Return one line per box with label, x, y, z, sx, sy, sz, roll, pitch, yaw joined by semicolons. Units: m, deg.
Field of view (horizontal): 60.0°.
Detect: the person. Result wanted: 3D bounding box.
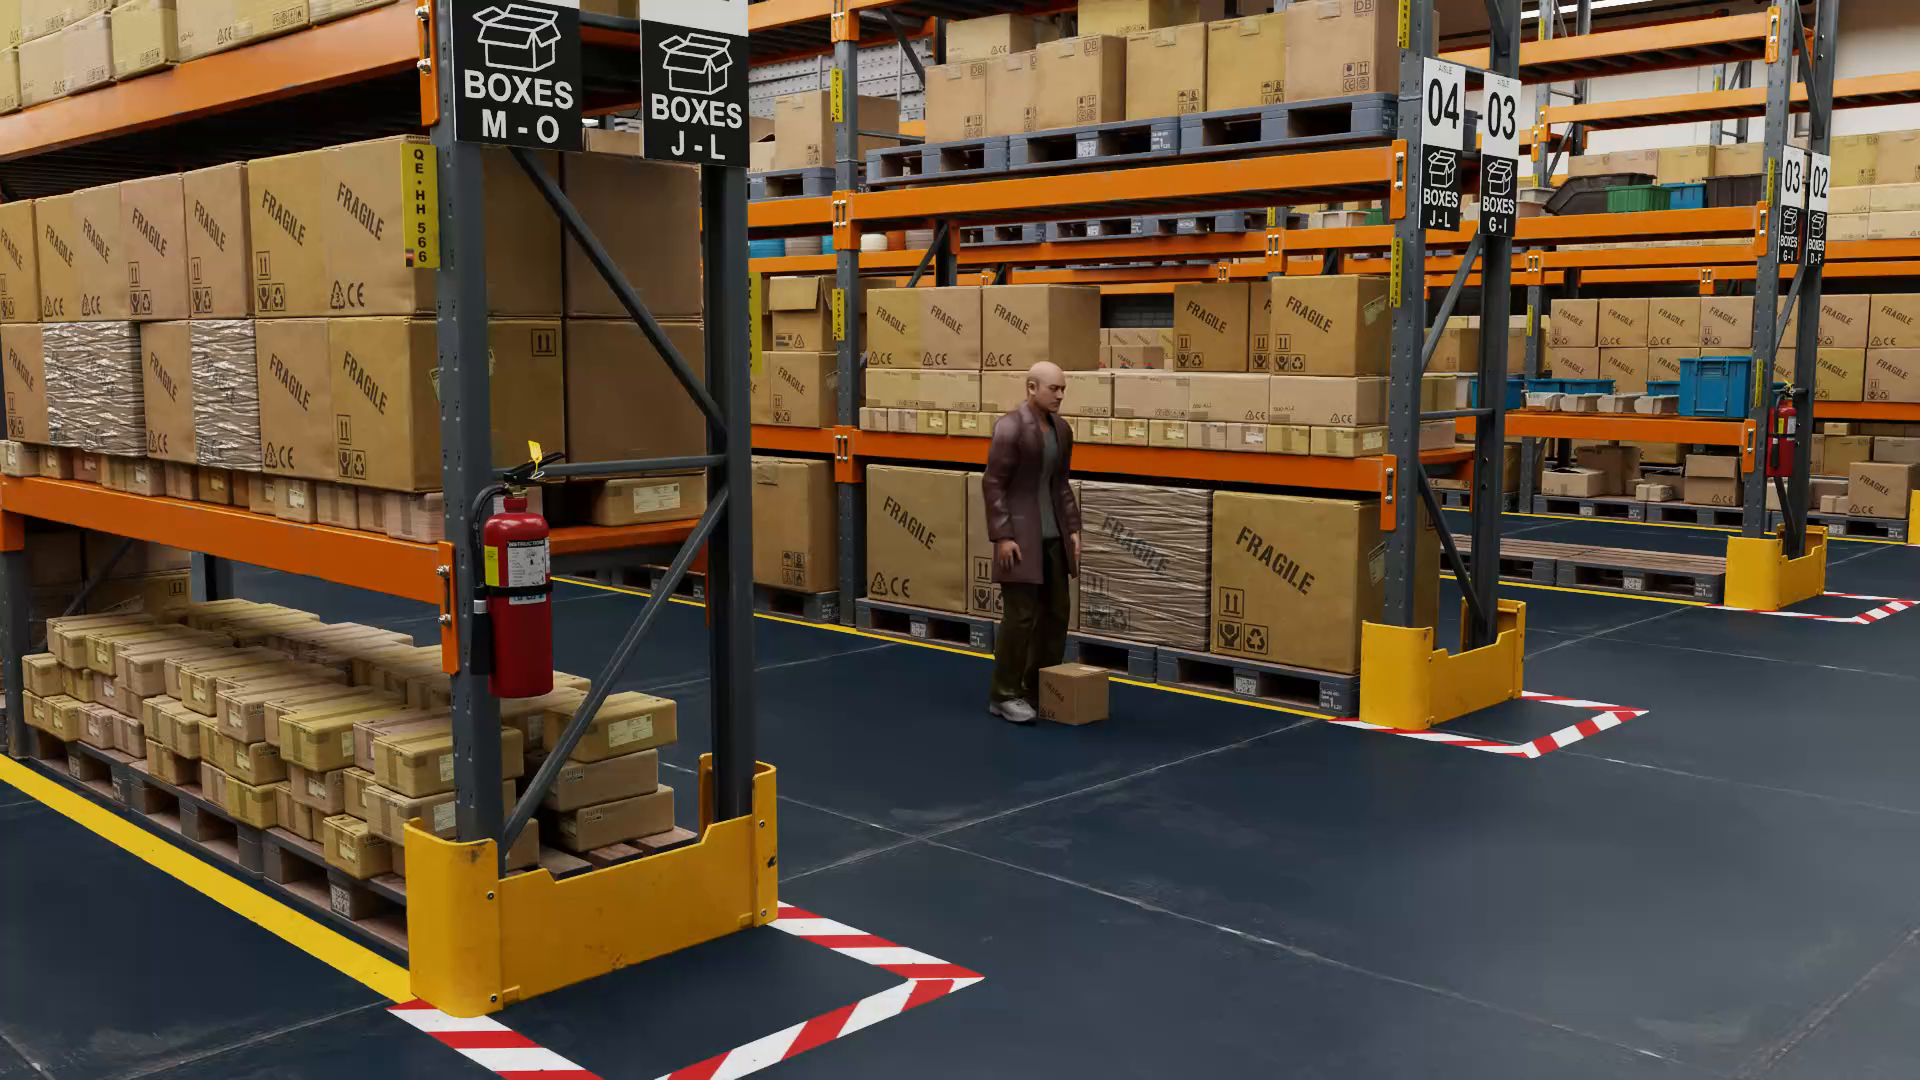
person;0.379;-0.007;8.368;0.428;1.774;0.644;7;10;44
